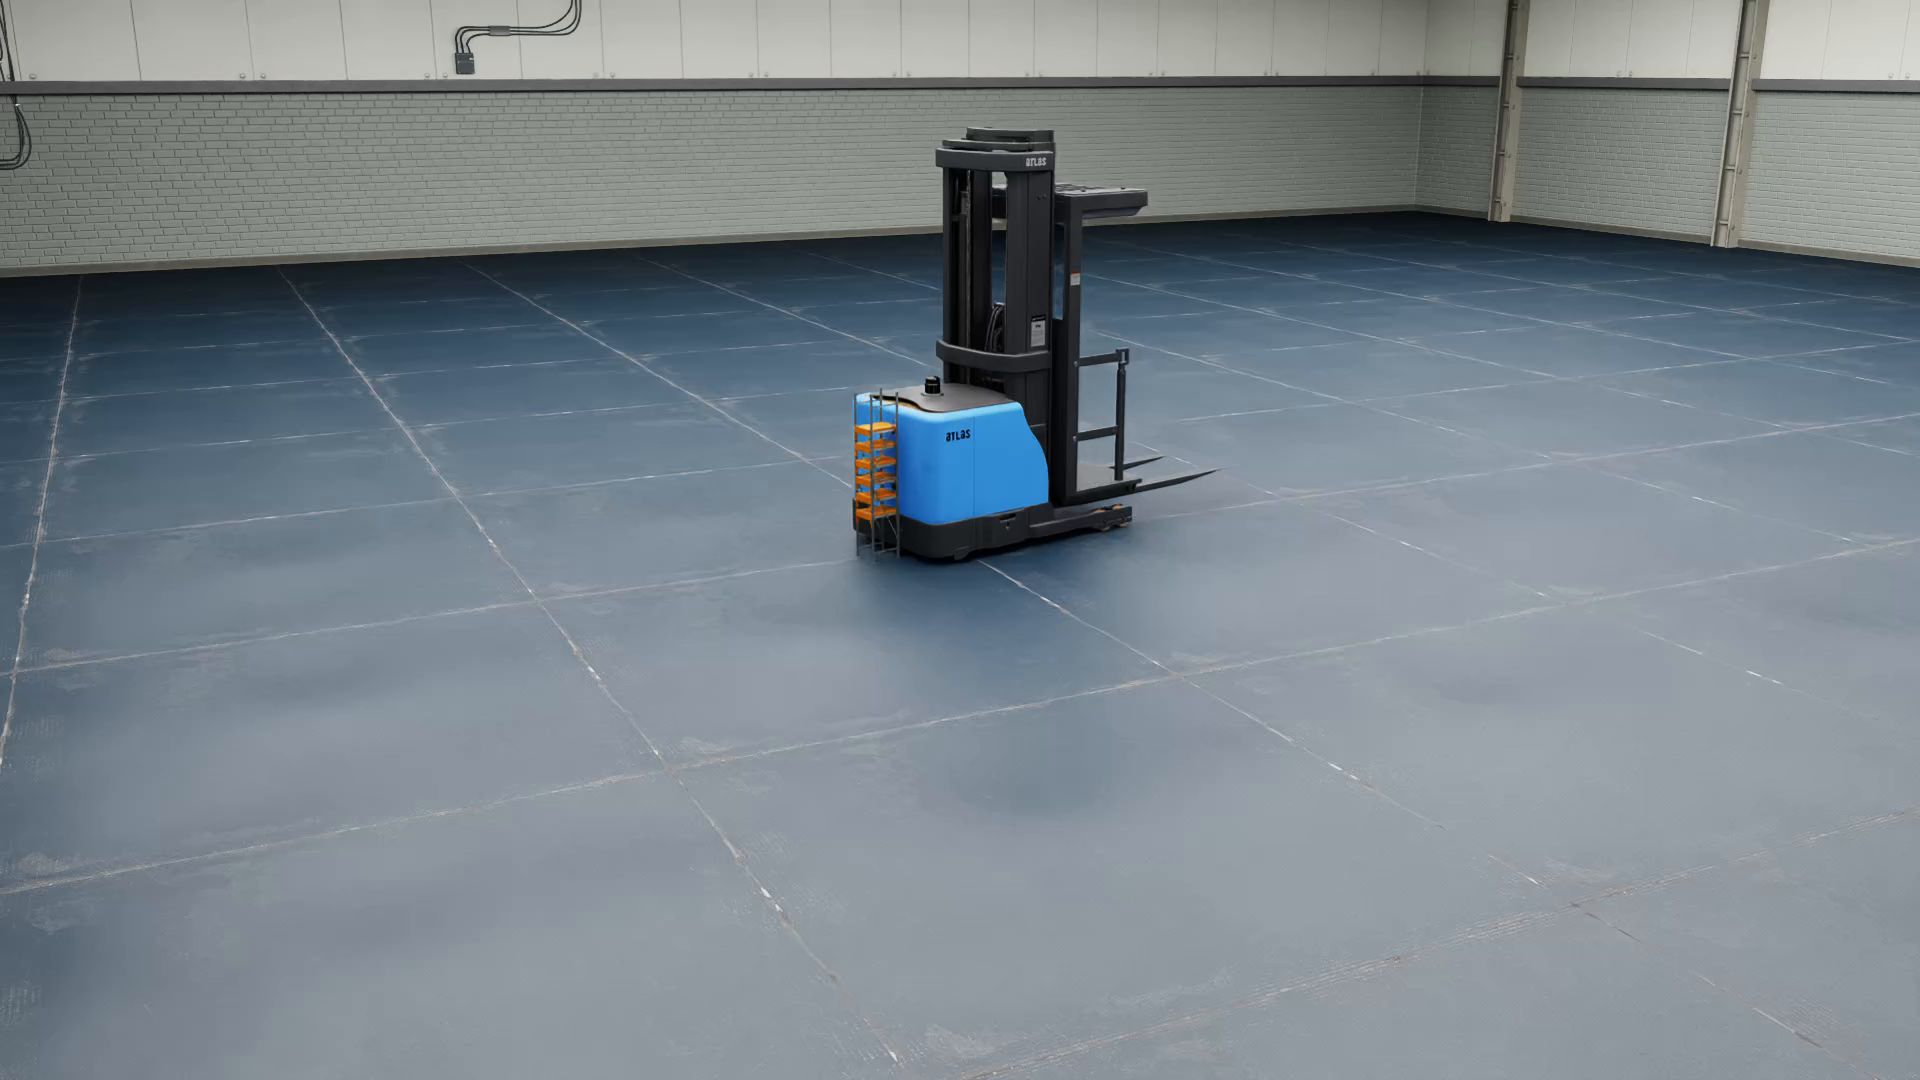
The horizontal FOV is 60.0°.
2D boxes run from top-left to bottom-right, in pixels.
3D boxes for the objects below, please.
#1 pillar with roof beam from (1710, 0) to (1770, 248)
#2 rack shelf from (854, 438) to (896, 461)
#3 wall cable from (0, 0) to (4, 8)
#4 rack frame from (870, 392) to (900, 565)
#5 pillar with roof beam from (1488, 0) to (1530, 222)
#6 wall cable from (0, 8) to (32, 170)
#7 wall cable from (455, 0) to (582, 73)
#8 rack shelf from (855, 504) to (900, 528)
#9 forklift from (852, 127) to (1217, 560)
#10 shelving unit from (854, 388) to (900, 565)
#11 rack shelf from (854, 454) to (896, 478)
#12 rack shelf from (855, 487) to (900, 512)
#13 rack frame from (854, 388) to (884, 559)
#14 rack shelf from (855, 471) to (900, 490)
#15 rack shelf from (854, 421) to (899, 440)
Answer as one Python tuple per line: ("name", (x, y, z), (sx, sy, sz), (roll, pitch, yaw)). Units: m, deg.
("pillar with roof beam", (10.759, -9.424, 28.775), (9.100, 9.000, 0.400), (-8, 18, -25))
("rack shelf", (-0.579, -0.631, 11.567), (0.258, 0.103, 0.180), (-13, 20, -38))
("wall cable", (-13.986, -9.777, 26.481), (3.097, 2.526, 0.112), (-8, 18, -25))
("rack frame", (-0.521, -0.424, 11.553), (0.240, 1.200, 0.006), (-13, 20, -38))
("pillar with roof beam", (8.131, -10.911, 33.959), (9.100, 9.000, 0.400), (-8, 18, -25))
("wall cable", (-16.417, -7.023, 26.038), (3.097, 2.526, 0.112), (-8, 18, -25))
("wall cable", (-7.877, -11.293, 29.125), (2.305, 6.003, 0.169), (-8, 18, -25))
("rack shelf", (-0.579, -0.170, 11.699), (0.258, 0.103, 0.180), (-13, 20, -38))
("forklift", (0.681, -1.574, 12.422), (3.031, 2.935, 1.130), (-12, 20, -37))
("shelving unit", (-0.579, -0.443, 11.621), (0.258, 1.200, 0.189), (-13, 20, -38))
("rack shelf", (-0.579, -0.516, 11.600), (0.258, 0.103, 0.180), (-13, 20, -38))
("rack shelf", (-0.579, -0.285, 11.666), (0.258, 0.103, 0.180), (-13, 20, -38))
("rack frame", (-0.637, -0.463, 11.689), (0.240, 1.200, 0.006), (-13, 20, -38))
("rack shelf", (-0.579, -0.401, 11.633), (0.258, 0.103, 0.180), (-13, 20, -38))
("rack shelf", (-0.579, -0.747, 11.534), (0.258, 0.103, 0.180), (-13, 20, -38))
